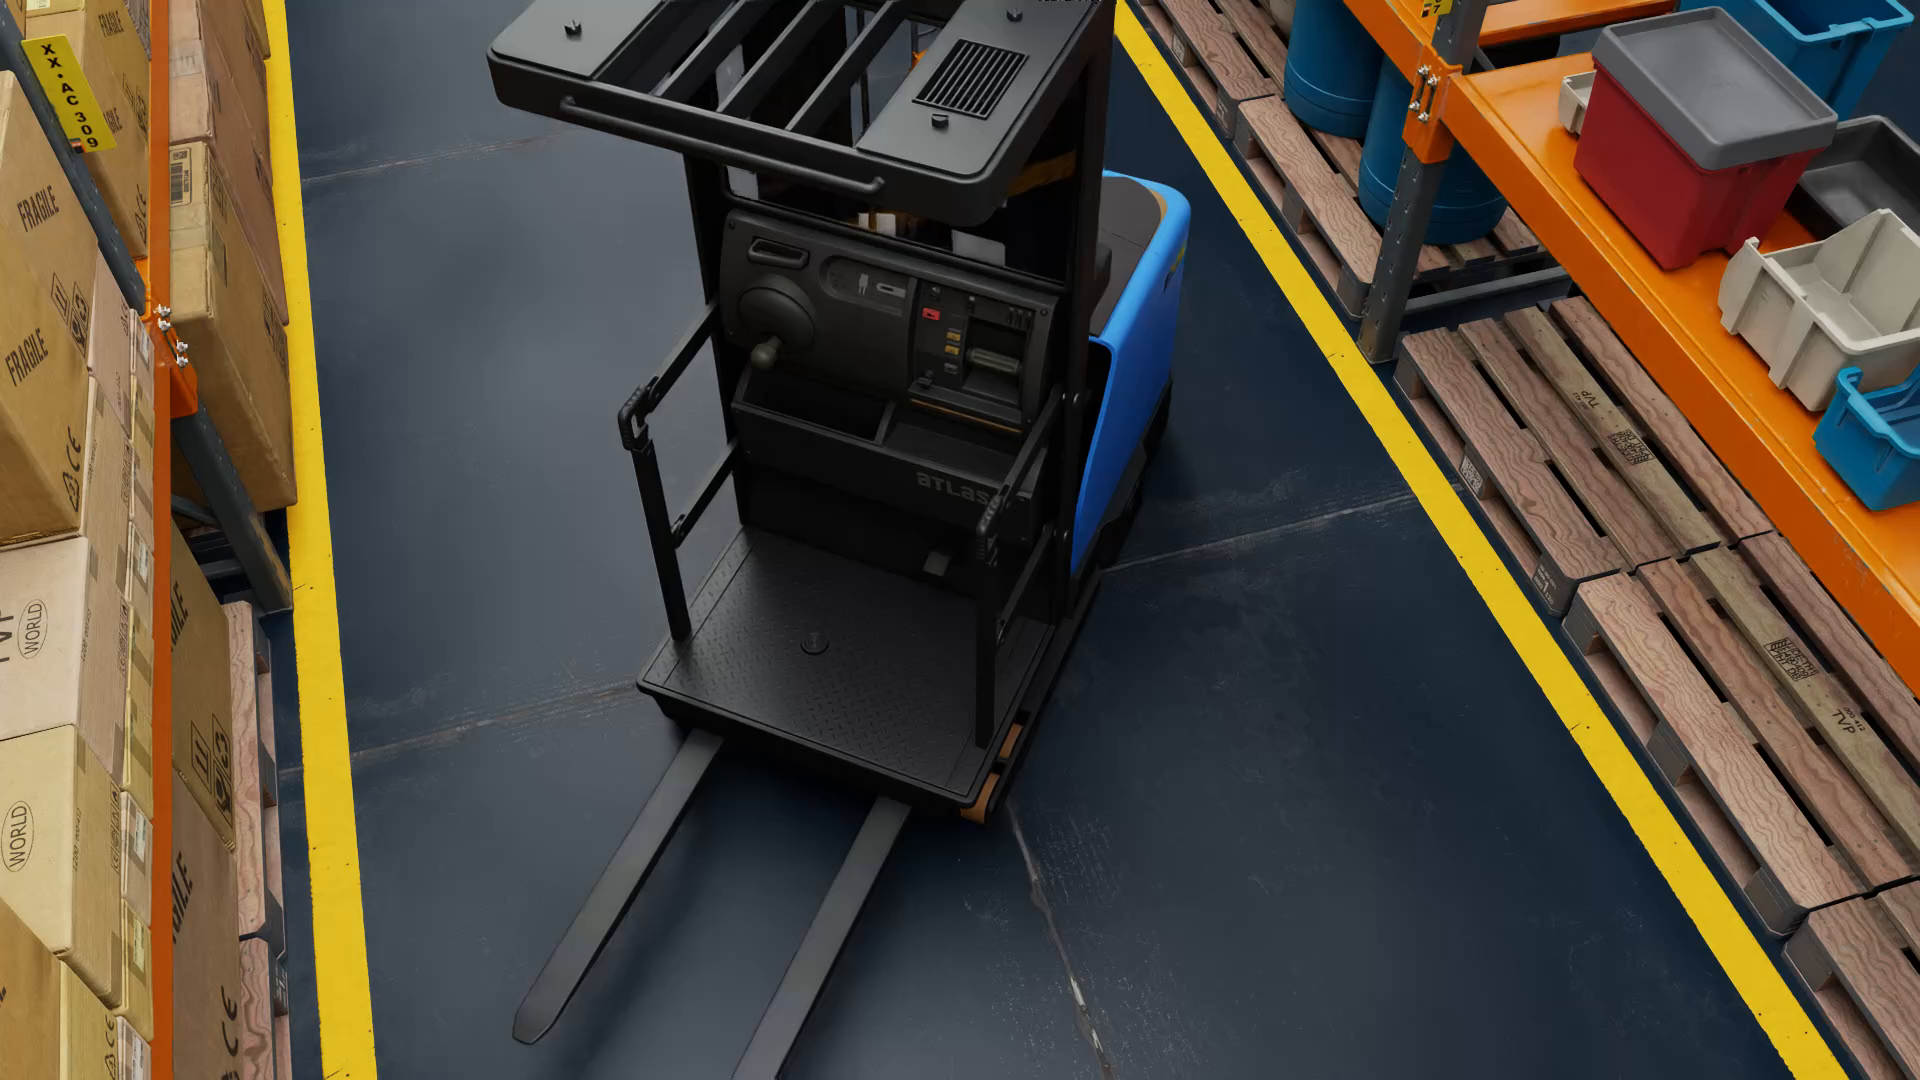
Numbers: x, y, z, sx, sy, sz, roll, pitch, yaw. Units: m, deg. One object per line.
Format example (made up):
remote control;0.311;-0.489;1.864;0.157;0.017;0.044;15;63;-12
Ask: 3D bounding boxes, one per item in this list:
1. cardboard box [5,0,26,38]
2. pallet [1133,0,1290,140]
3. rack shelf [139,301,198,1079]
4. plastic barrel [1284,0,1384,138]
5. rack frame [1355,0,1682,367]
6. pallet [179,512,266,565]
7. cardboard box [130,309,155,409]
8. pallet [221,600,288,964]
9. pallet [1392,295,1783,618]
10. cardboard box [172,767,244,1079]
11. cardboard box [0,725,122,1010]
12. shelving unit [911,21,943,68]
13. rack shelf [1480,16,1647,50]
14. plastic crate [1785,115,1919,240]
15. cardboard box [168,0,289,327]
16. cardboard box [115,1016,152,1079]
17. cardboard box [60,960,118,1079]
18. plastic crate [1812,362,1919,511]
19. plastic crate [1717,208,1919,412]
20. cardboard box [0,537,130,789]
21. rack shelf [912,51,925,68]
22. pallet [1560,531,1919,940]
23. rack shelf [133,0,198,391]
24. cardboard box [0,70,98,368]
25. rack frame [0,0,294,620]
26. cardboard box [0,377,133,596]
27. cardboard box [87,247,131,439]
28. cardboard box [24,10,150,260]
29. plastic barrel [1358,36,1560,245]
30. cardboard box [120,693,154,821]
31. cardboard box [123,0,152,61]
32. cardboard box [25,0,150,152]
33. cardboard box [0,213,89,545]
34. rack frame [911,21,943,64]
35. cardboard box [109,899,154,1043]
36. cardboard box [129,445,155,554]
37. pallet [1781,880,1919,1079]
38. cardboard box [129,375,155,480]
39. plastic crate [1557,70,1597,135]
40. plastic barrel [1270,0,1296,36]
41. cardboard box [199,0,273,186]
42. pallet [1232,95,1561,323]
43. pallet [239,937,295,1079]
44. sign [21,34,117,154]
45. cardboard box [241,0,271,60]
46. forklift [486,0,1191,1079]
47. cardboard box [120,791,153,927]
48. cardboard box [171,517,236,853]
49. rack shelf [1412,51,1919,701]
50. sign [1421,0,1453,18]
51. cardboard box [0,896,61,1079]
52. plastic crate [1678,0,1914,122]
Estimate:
cardboard box;-2.915;-1.482;4.316;0.797;0.503;0.637;-15;51;-12
pallet;1.460;-2.349;7.592;1.003;0.211;1.213;-13;51;-11
rack shelf;-2.127;1.031;3.390;1.077;0.370;4.000;-13;51;-11
plastic barrel;1.659;-2.159;6.706;0.600;0.901;0.708;-13;51;-11
rack frame;2.013;-1.782;5.290;1.000;3.000;0.127;-13;51;-11
pallet;-3.018;-0.310;5.873;1.003;0.211;1.213;-13;51;-11
cardboard box;-2.315;-0.432;4.317;0.380;0.149;0.250;-13;51;-11
pallet;-2.568;0.810;4.929;1.003;0.211;1.213;-13;51;-11
pallet;2.268;-0.355;5.911;1.003;0.211;1.213;-13;51;-11
cardboard box;-2.333;1.045;4.022;0.875;0.875;0.875;-13;51;-11
cardboard box;-1.884;0.675;3.123;0.500;0.250;0.500;-14;51;-12
shelving unit;0.057;-1.285;6.049;0.258;1.200;0.503;-22;53;-18
rack shelf;1.422;-3.057;6.742;0.831;0.071;3.687;-13;51;-11
plastic crate;2.601;-0.956;4.734;0.437;0.125;0.590;-13;51;-11
cardboard box;-3.192;-1.228;5.938;1.225;0.875;0.875;-15;51;-12
cardboard box;-1.708;1.068;3.052;0.380;0.149;0.250;-14;51;-11
cardboard box;-1.725;1.055;2.803;0.500;0.250;0.500;-15;51;-12
plastic crate;2.344;-0.268;4.084;0.416;0.233;0.300;-13;51;-11
plastic crate;2.289;-0.606;4.337;0.437;0.282;0.530;-13;51;-11
cardboard box;-2.031;0.304;3.435;0.500;0.250;0.500;-12;51;-10
rack shelf;0.057;-1.538;5.748;0.258;0.148;0.480;-22;53;-18
pallet;2.632;0.538;5.158;1.003;0.211;1.213;-13;51;-11
rack shelf;-3.310;-1.891;5.853;1.077;0.370;4.000;-13;51;-11
cardboard box;-2.327;-0.676;3.771;0.500;0.500;0.500;-12;51;-10
rack frame;-2.718;-0.662;4.346;1.000;3.000;0.127;-13;51;-11
cardboard box;-2.182;-0.069;3.750;0.500;0.250;0.500;-12;51;-10
cardboard box;-2.337;-0.446;4.068;0.500;0.250;0.500;-14;51;-12
cardboard box;-2.615;-1.087;4.639;0.500;0.500;0.500;-13;51;-11
plastic barrel;1.869;-1.642;6.270;0.600;0.901;0.708;-13;51;-11
cardboard box;-1.935;0.506;3.526;0.380;0.149;0.250;-14;51;-12
cardboard box;-2.913;-1.819;5.256;0.500;0.500;0.500;-14;51;-12
cardboard box;-2.765;-1.453;4.948;0.500;0.500;0.500;-13;51;-11
cardboard box;-2.183;-0.309;3.462;0.500;0.500;0.500;-13;51;-11
rack frame;-0.058;-1.450;6.187;0.240;1.200;0.015;-22;53;-18
cardboard box;-1.781;0.884;3.207;0.380;0.149;0.250;-14;51;-12
cardboard box;-2.163;-0.057;4.000;0.380;0.149;0.250;-14;51;-12
pallet;2.989;1.427;4.409;1.003;0.211;1.213;-13;51;-11
cardboard box;-2.239;-0.244;4.158;0.380;0.149;0.250;-12;51;-10
plastic crate;2.014;-1.344;5.054;0.396;0.136;0.243;-13;51;-11
plastic barrel;1.578;-2.466;7.220;0.421;0.512;0.421;0;50;0
cardboard box;-3.461;-1.872;6.481;1.225;0.875;0.875;-13;51;-11
pallet;1.825;-1.456;6.839;1.003;0.211;1.213;-13;51;-11
pallet;-2.204;1.703;4.177;1.003;0.211;1.213;-13;51;-11
sign;-2.189;-1.093;4.091;0.100;0.325;0.005;-13;51;-11
cardboard box;-3.717;-2.525;7.032;1.225;0.875;0.875;-15;52;-13
forklift;-0.285;-0.467;4.227;1.130;2.935;3.031;18;52;14
cardboard box;-1.861;0.692;3.369;0.380;0.149;0.250;-13;51;-10
cardboard box;-2.600;0.388;4.576;0.875;0.875;0.875;-13;51;-11
rack shelf;2.605;-0.089;4.334;1.077;0.370;4.000;-13;51;-11
sign;1.487;-1.748;5.081;0.100;0.325;0.005;-13;51;-11
cardboard box;-1.726;0.817;2.513;0.500;0.500;0.500;-15;51;-12
plastic crate;2.477;-1.532;5.051;0.392;0.384;0.575;-13;51;-11
